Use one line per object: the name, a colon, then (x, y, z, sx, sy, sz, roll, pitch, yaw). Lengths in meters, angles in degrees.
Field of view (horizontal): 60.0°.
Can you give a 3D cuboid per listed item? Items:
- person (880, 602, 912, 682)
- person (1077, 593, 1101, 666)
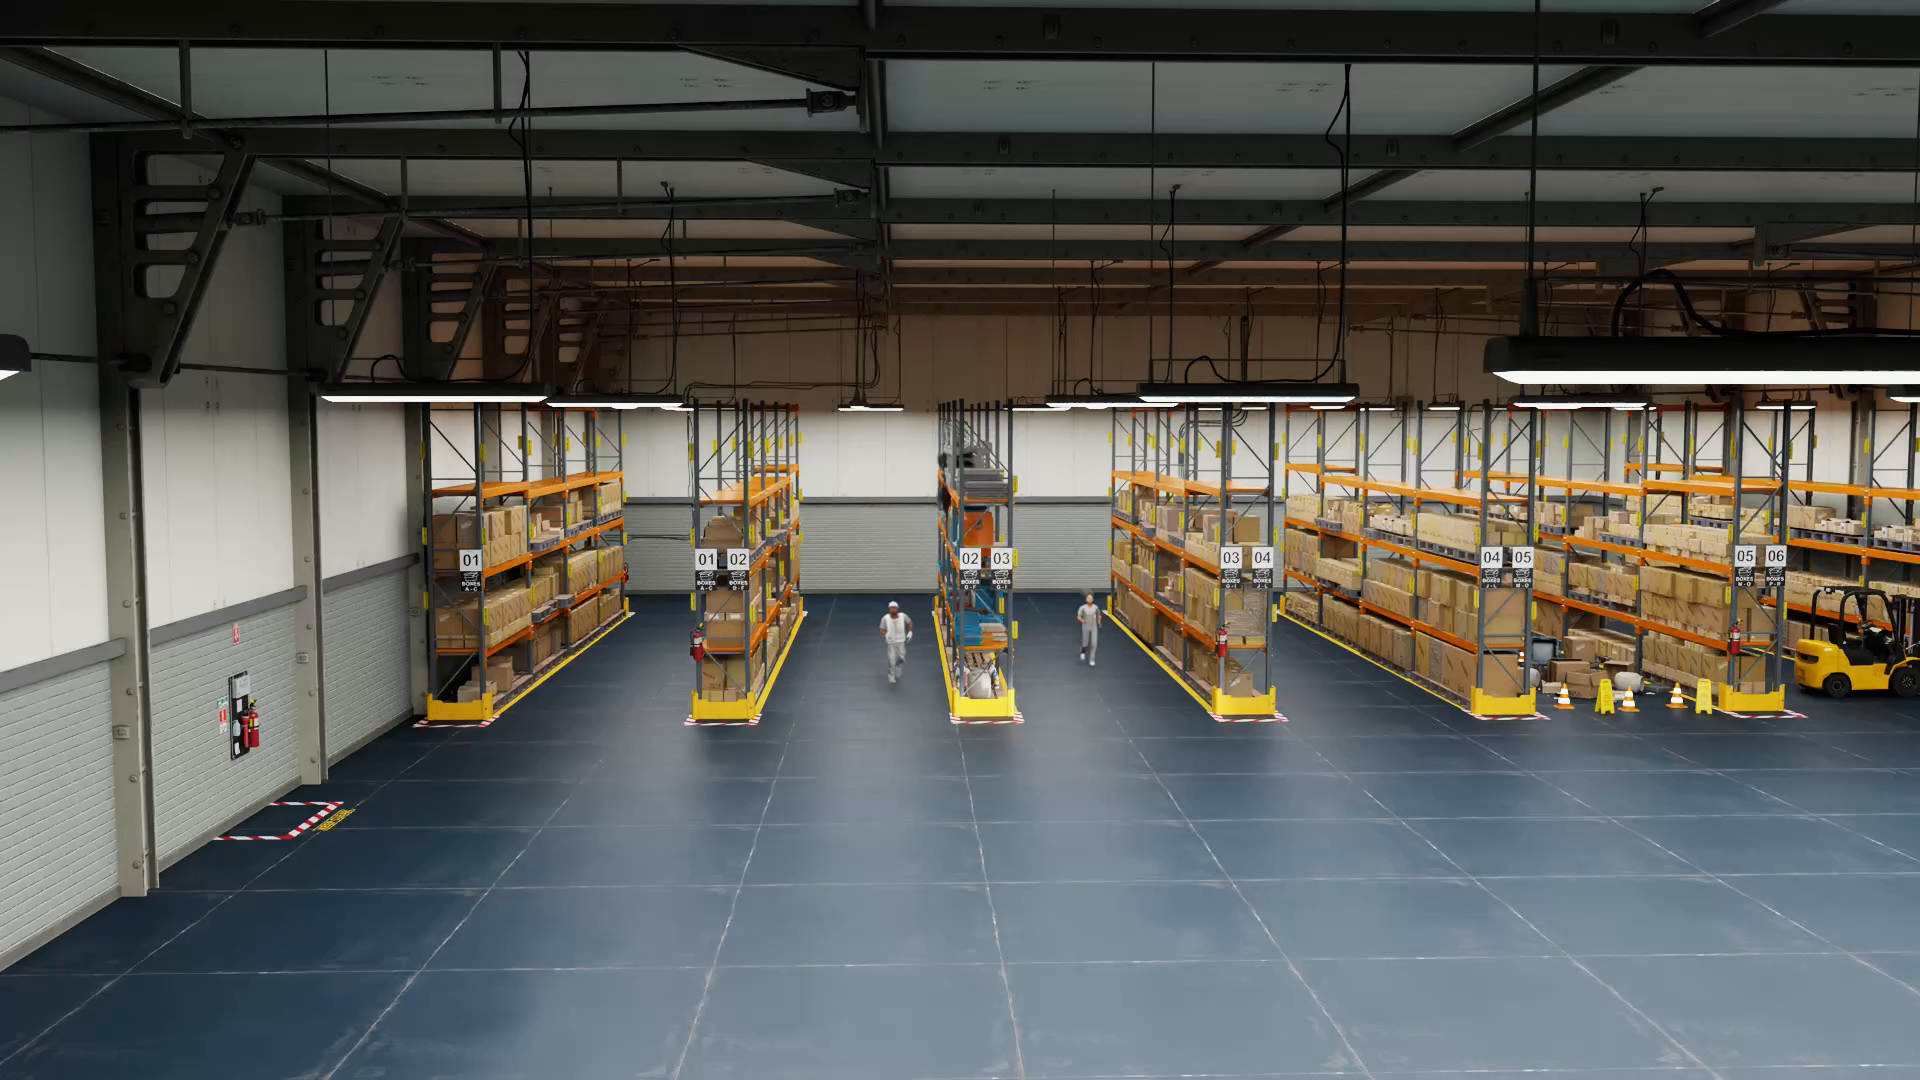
person: (-1.353, 2.172, 35.265, 0.708, 1.733, 0.735, 0, 4, -4)
person: (2.959, 2.027, 37.943, 0.574, 1.628, 0.758, -1, 4, -10)
